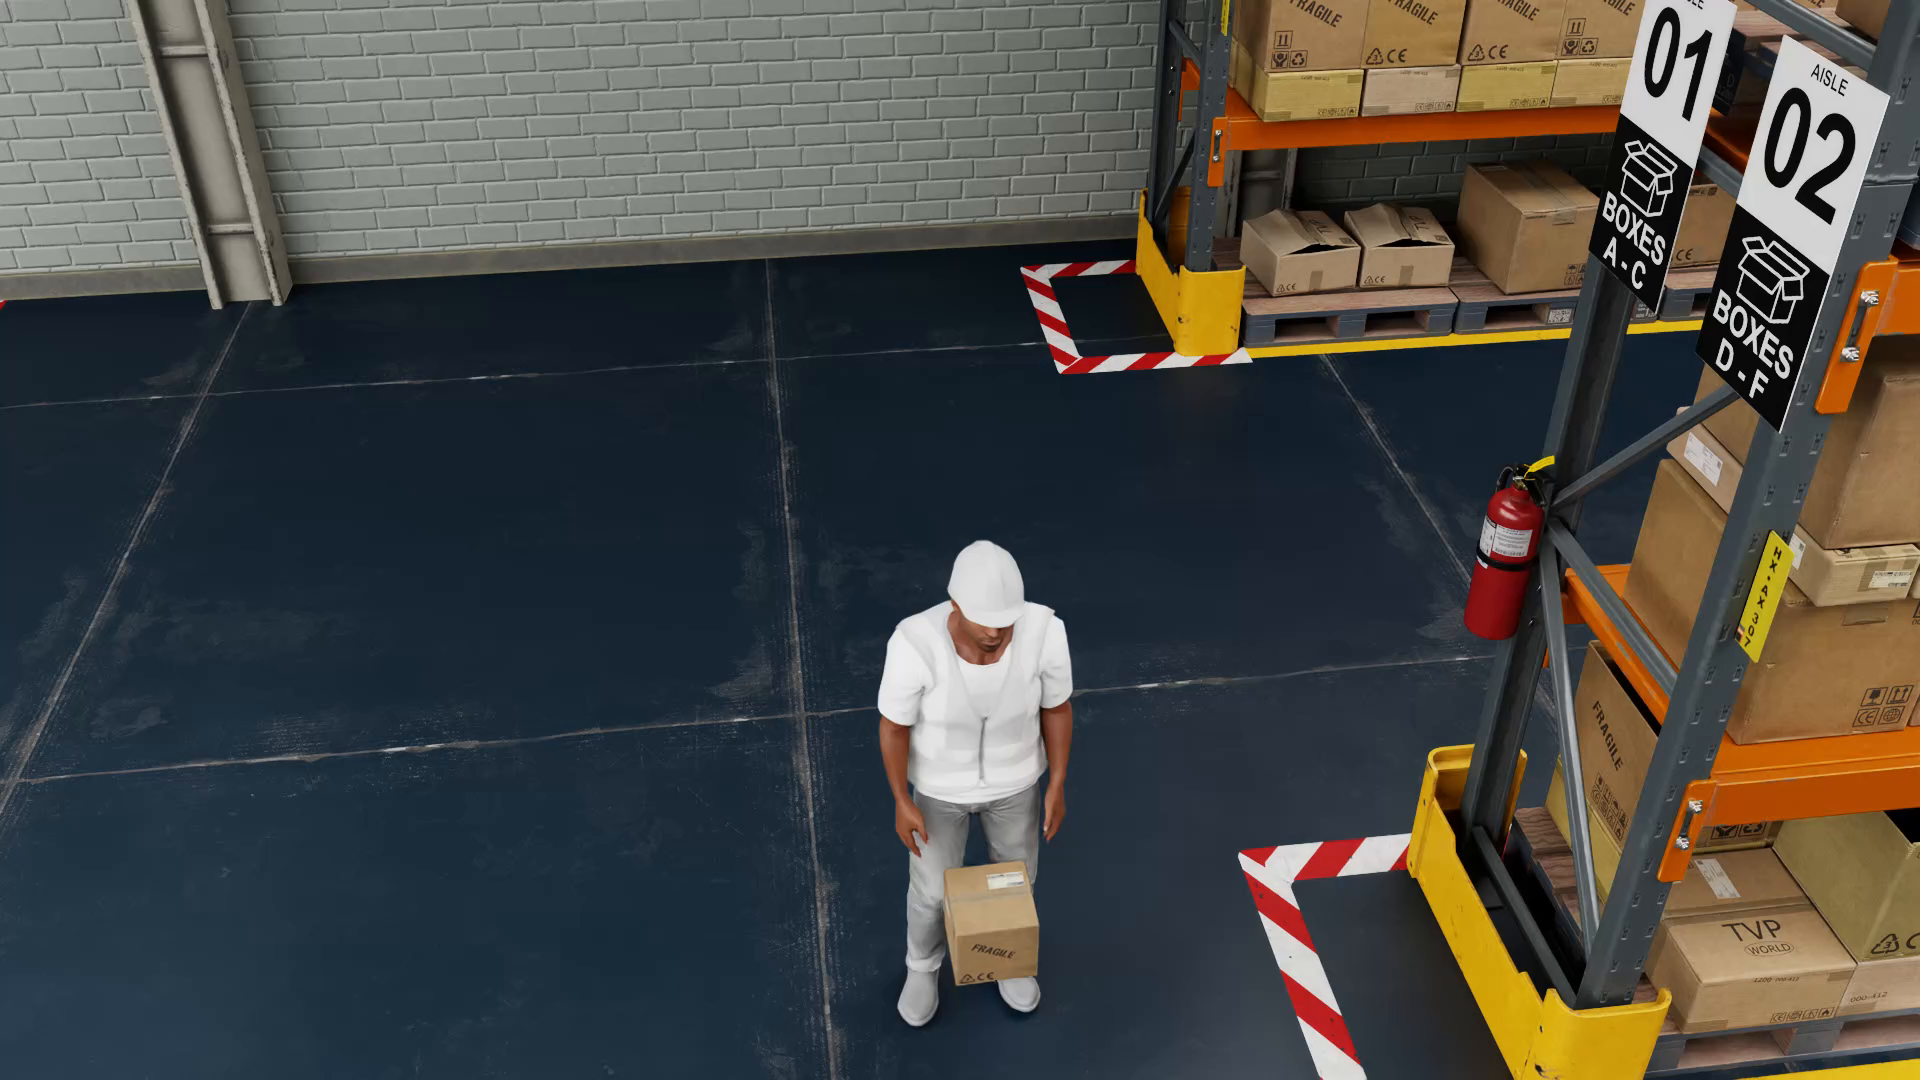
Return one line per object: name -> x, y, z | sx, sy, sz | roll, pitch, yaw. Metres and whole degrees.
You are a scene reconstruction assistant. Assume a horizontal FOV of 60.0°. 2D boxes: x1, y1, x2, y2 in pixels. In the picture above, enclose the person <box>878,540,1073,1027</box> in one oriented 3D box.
person -> 0.052, 0.731, 5.063 | 0.589, 1.765, 0.425 | -5, 35, -8
